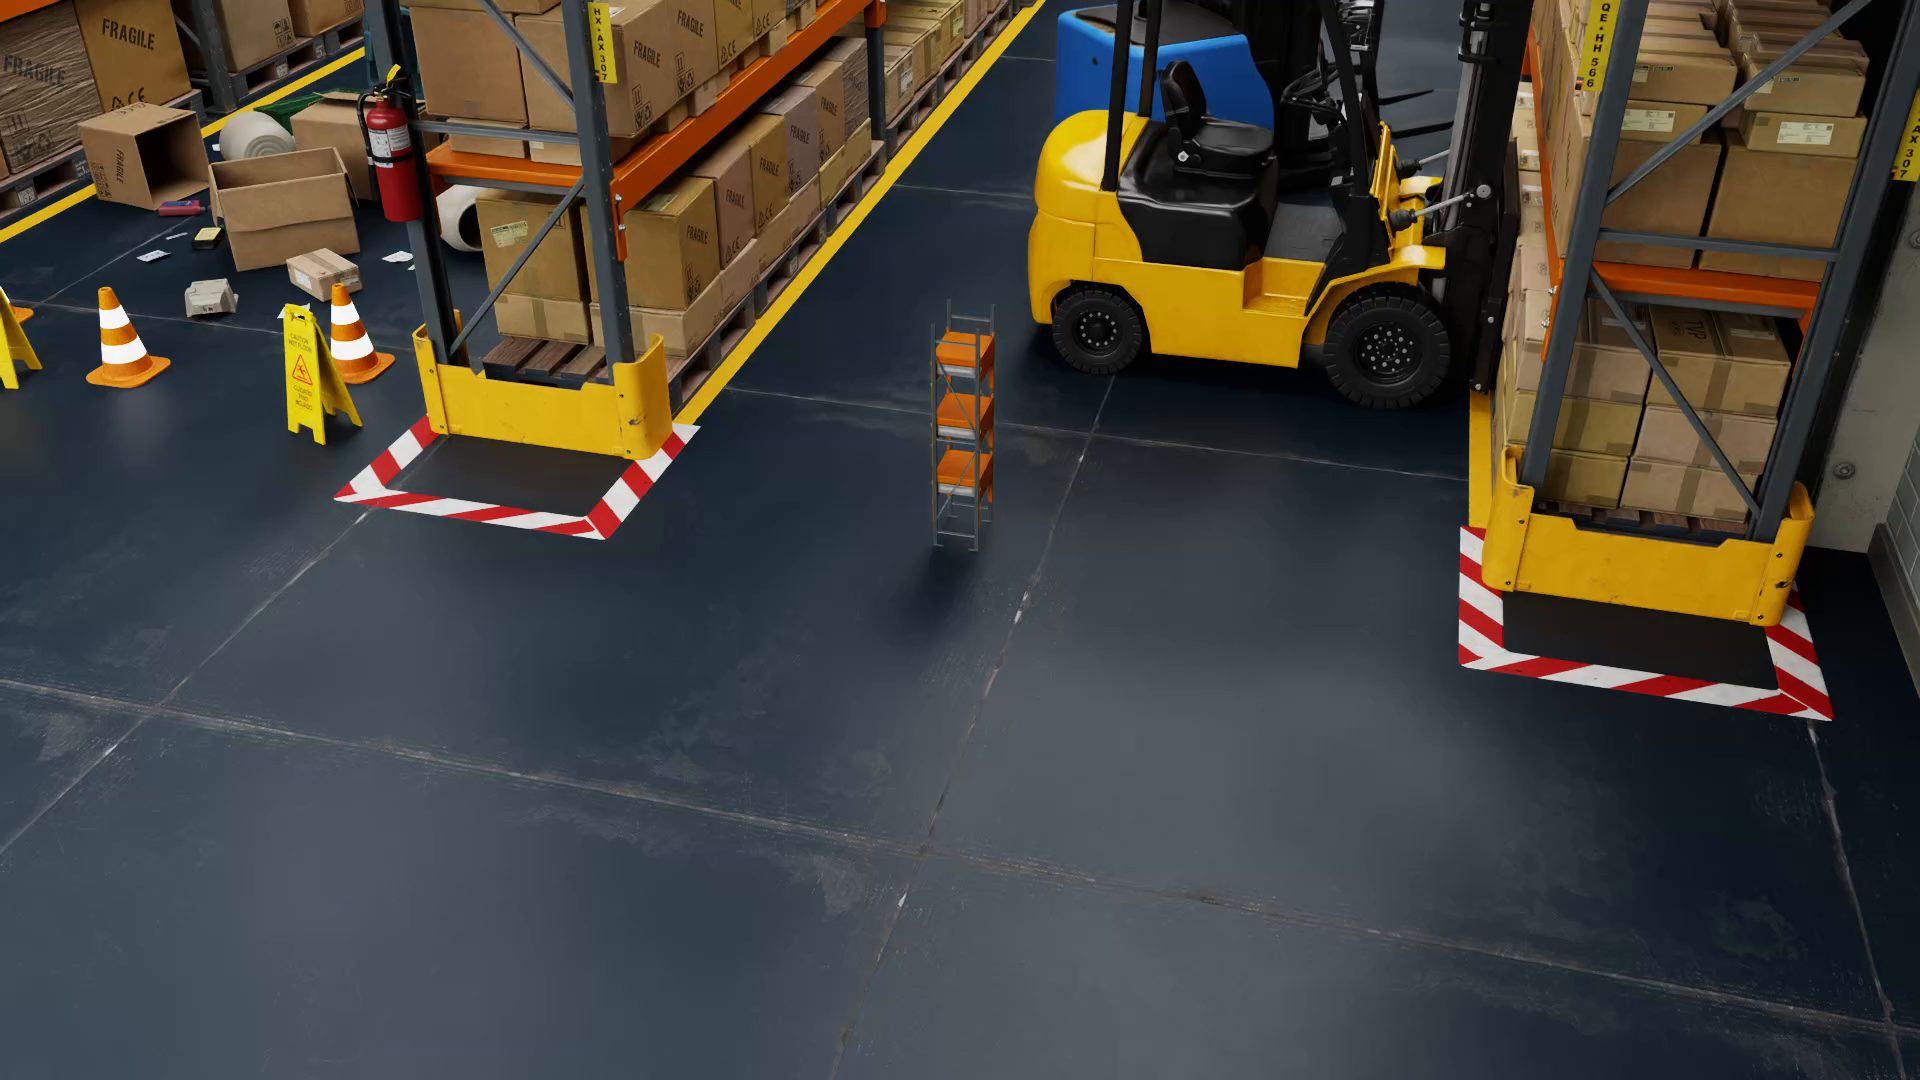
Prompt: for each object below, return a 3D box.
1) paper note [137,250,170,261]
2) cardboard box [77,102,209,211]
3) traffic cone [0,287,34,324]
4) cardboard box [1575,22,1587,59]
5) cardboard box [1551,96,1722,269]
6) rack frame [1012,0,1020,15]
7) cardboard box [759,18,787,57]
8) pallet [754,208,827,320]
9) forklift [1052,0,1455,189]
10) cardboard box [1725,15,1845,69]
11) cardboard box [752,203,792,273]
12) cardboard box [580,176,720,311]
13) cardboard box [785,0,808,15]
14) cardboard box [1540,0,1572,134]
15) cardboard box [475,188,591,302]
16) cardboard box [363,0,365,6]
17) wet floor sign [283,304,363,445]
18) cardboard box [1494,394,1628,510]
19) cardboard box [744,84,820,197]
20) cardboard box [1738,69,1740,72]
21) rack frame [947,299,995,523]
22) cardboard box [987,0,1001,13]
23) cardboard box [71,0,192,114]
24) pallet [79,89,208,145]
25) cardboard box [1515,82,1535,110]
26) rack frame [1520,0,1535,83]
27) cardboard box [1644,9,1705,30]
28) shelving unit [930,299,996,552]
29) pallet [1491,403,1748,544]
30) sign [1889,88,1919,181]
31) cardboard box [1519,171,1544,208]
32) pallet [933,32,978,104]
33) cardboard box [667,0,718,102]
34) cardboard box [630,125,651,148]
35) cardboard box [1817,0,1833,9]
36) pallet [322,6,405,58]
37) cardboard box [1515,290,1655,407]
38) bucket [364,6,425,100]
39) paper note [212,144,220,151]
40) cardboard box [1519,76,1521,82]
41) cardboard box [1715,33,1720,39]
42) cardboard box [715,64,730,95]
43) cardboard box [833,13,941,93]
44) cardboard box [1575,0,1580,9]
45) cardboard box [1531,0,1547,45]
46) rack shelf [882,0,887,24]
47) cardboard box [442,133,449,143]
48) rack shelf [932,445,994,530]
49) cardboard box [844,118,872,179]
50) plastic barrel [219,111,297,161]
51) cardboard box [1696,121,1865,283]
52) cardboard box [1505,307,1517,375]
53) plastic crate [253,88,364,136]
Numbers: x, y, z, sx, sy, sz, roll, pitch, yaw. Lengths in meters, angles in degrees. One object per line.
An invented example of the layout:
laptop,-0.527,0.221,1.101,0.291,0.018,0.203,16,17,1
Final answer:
paper note,-4.792,-1.693,9.886,0.144,0.017,0.142,20,38,29
cardboard box,-5.208,-2.462,10.655,0.500,0.500,0.500,14,35,21
traffic cone,-5.313,-1.397,9.017,0.336,0.463,0.334,8,33,12
cardboard box,2.868,-2.159,7.153,0.380,0.149,0.250,7,33,11
cardboard box,2.665,-1.424,6.600,0.500,0.500,0.500,7,33,11
rack frame,0.022,-5.916,13.759,1.000,3.000,0.127,8,33,12
cardboard box,-1.158,-2.731,8.984,0.380,0.149,0.250,8,33,13
pallet,-1.437,-1.675,9.687,1.003,0.211,1.213,8,33,12
forklift,2.157,-3.783,10.469,3.031,2.935,1.130,-15,35,-22
cardboard box,3.238,-1.947,6.542,0.380,0.149,0.250,9,33,13
cardboard box,-1.273,-1.711,9.316,0.500,0.250,0.500,10,34,16
cardboard box,-1.530,-1.491,8.272,0.500,0.500,0.500,7,33,11
cardboard box,-1.116,-3.205,9.125,0.500,0.500,0.500,9,34,14
cardboard box,3.052,-2.220,7.853,0.500,0.500,0.500,8,33,13
cardboard box,-2.057,-1.549,8.363,0.500,0.500,0.500,8,33,13
cardboard box,-5.252,-5.007,14.036,1.050,0.750,0.750,9,33,13
wet floor sign,-3.091,-0.818,7.935,0.267,0.644,0.232,20,38,29
cardboard box,2.608,-0.394,7.245,0.500,0.250,0.500,8,33,13
cardboard box,-1.139,-2.300,9.545,0.500,0.500,0.500,10,34,15
cardboard box,3.203,-1.814,6.610,0.380,0.149,0.250,7,33,12
rack frame,0.045,-0.534,7.112,0.200,1.050,0.008,8,33,12
cardboard box,-0.131,-4.692,13.893,0.950,0.372,0.625,6,33,9
cardboard box,-6.034,-3.425,11.431,0.875,0.875,0.875,9,33,13
pallet,-6.075,-2.901,11.616,1.003,0.211,1.213,8,33,12
cardboard box,3.383,-2.396,9.463,0.500,0.250,0.500,8,33,12
rack frame,3.809,-3.166,9.434,1.000,3.000,0.127,8,33,12
cardboard box,2.754,-2.018,6.653,0.380,0.149,0.250,9,33,13
shelving unit,0.014,-0.471,7.012,0.215,1.050,0.252,8,33,12
pallet,2.948,-0.316,7.550,1.003,0.211,1.213,8,33,12
sign,3.329,-1.410,5.792,0.100,0.325,0.005,8,33,12
cardboard box,2.988,-1.601,8.213,0.500,0.250,0.500,7,33,11
pallet,-0.489,-3.702,12.877,1.003,0.211,1.213,8,33,12
cardboard box,-1.491,-2.409,7.873,0.500,0.500,0.500,9,34,14
cardboard box,-1.671,-1.939,7.739,0.380,0.149,0.250,9,33,13
cardboard box,3.520,-2.336,7.154,0.380,0.149,0.250,7,33,11
pallet,-5.376,-4.330,13.865,1.003,0.211,1.213,8,33,12
cardboard box,2.609,-0.810,6.968,0.500,0.250,0.500,9,34,14
bucket,-3.611,-3.337,11.337,0.726,0.611,0.620,20,28,29
paper note,-5.101,-2.736,11.525,0.147,0.020,0.142,-14,35,-21
cardboard box,4.135,-3.015,11.019,0.875,0.625,0.625,8,33,12
cardboard box,3.542,-2.339,7.436,0.380,0.149,0.250,8,33,12
cardboard box,-1.383,-2.330,8.353,0.380,0.149,0.250,9,34,14
cardboard box,-0.683,-3.554,12.103,0.950,0.372,0.625,10,34,15
cardboard box,2.908,-2.422,7.289,0.380,0.149,0.250,9,33,13
cardboard box,3.444,-3.013,9.101,0.500,0.500,0.500,7,33,11
rack shelf,-0.485,-4.574,12.320,1.077,0.370,4.000,8,33,12
cardboard box,-3.276,-2.555,11.022,0.258,0.266,0.396,-14,35,-21
rack shelf,0.014,-0.227,7.167,0.215,0.259,0.240,8,33,12
cardboard box,-0.883,-2.513,10.579,0.500,0.250,0.500,10,34,15
plastic barrel,-4.611,-2.577,10.908,0.421,0.421,0.512,-21,38,-29
cardboard box,3.188,-1.352,6.487,0.500,0.500,0.500,9,34,14
cardboard box,2.753,-0.872,7.531,0.500,0.250,0.500,8,33,12
plastic crate,-4.583,-3.030,11.788,0.662,0.188,0.450,-28,32,-37
